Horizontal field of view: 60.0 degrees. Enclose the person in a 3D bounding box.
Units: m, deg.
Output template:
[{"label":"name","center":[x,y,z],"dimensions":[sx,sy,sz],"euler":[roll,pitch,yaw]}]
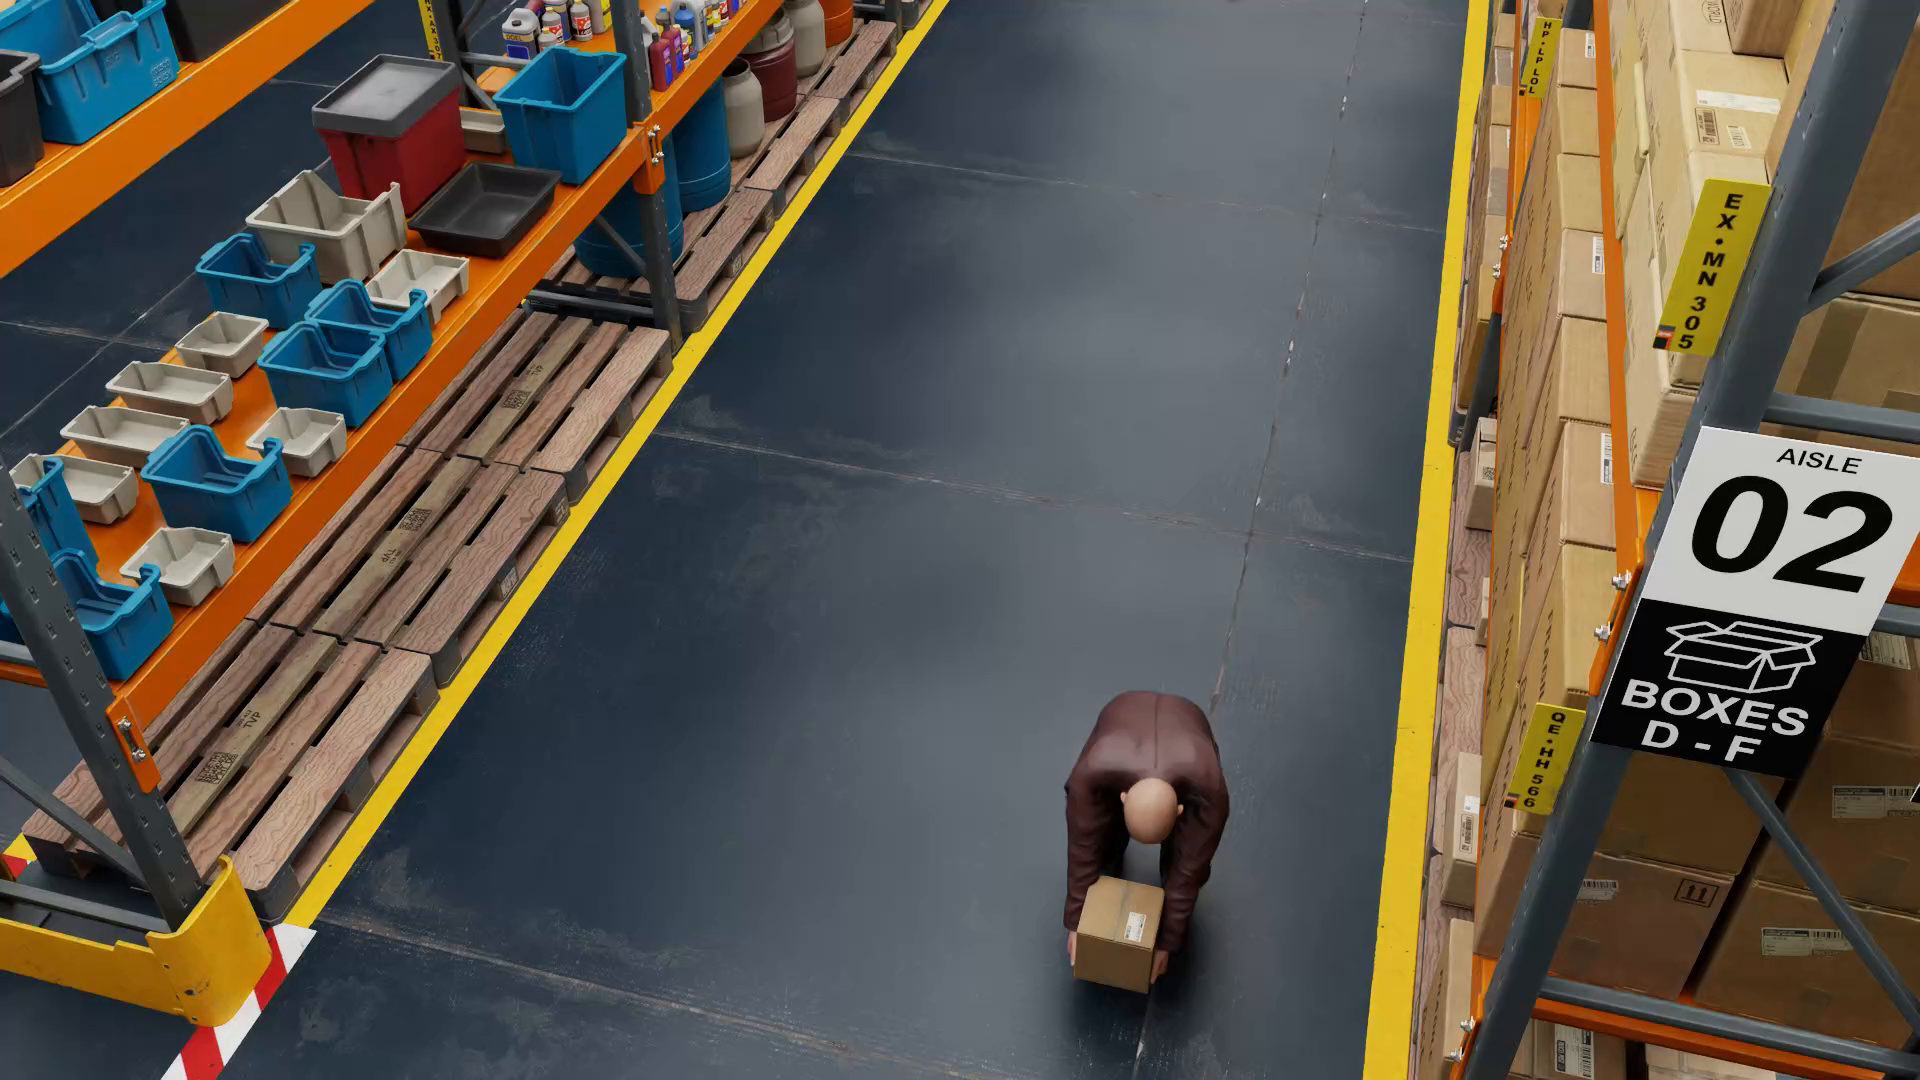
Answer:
[{"label":"person","center":[0.623,0.953,5.673],"dimensions":[0.580,0.975,0.948],"euler":[9,41,10]}]
